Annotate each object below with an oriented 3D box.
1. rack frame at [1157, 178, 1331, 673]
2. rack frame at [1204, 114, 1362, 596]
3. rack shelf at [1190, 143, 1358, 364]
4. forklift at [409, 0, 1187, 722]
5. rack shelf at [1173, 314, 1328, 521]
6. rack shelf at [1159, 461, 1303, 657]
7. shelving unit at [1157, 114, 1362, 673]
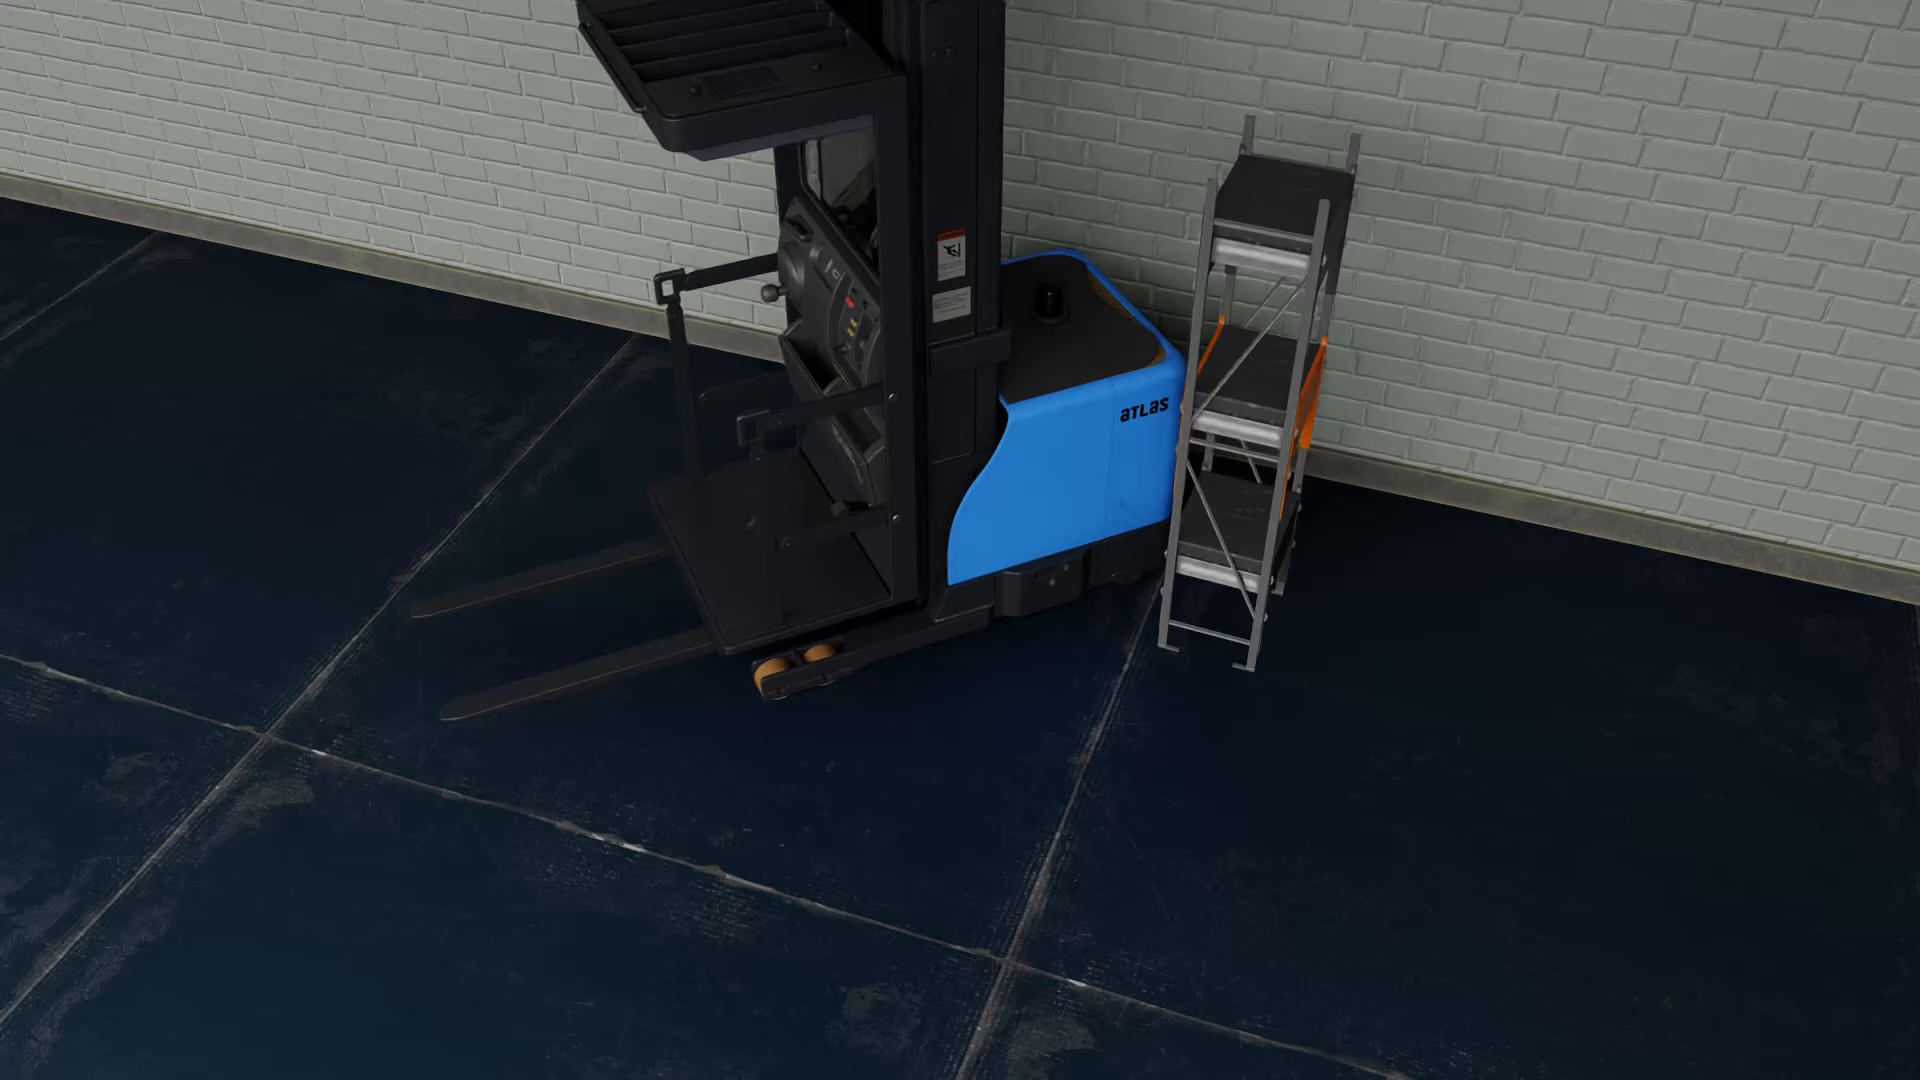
[{"bbox_3d":[0.989,-0.322,6.010,0.400,2.100,0.015,15,43,16],"label":"rack frame"},{"bbox_3d":[1.170,-0.617,6.355,0.400,2.100,0.015,15,43,16],"label":"rack frame"},{"bbox_3d":[1.080,-0.992,5.737,0.431,0.518,0.480,15,43,16],"label":"rack shelf"},{"bbox_3d":[-0.666,-0.880,6.024,3.031,2.935,1.130,-16,43,-18],"label":"forklift"},{"bbox_3d":[1.080,-0.459,6.191,0.431,0.518,0.480,15,43,16],"label":"rack shelf"},{"bbox_3d":[1.080,0.073,6.646,0.431,0.518,0.480,15,43,16],"label":"rack shelf"},{"bbox_3d":[1.080,-0.470,6.183,0.431,2.100,0.503,15,43,16],"label":"shelving unit"}]
